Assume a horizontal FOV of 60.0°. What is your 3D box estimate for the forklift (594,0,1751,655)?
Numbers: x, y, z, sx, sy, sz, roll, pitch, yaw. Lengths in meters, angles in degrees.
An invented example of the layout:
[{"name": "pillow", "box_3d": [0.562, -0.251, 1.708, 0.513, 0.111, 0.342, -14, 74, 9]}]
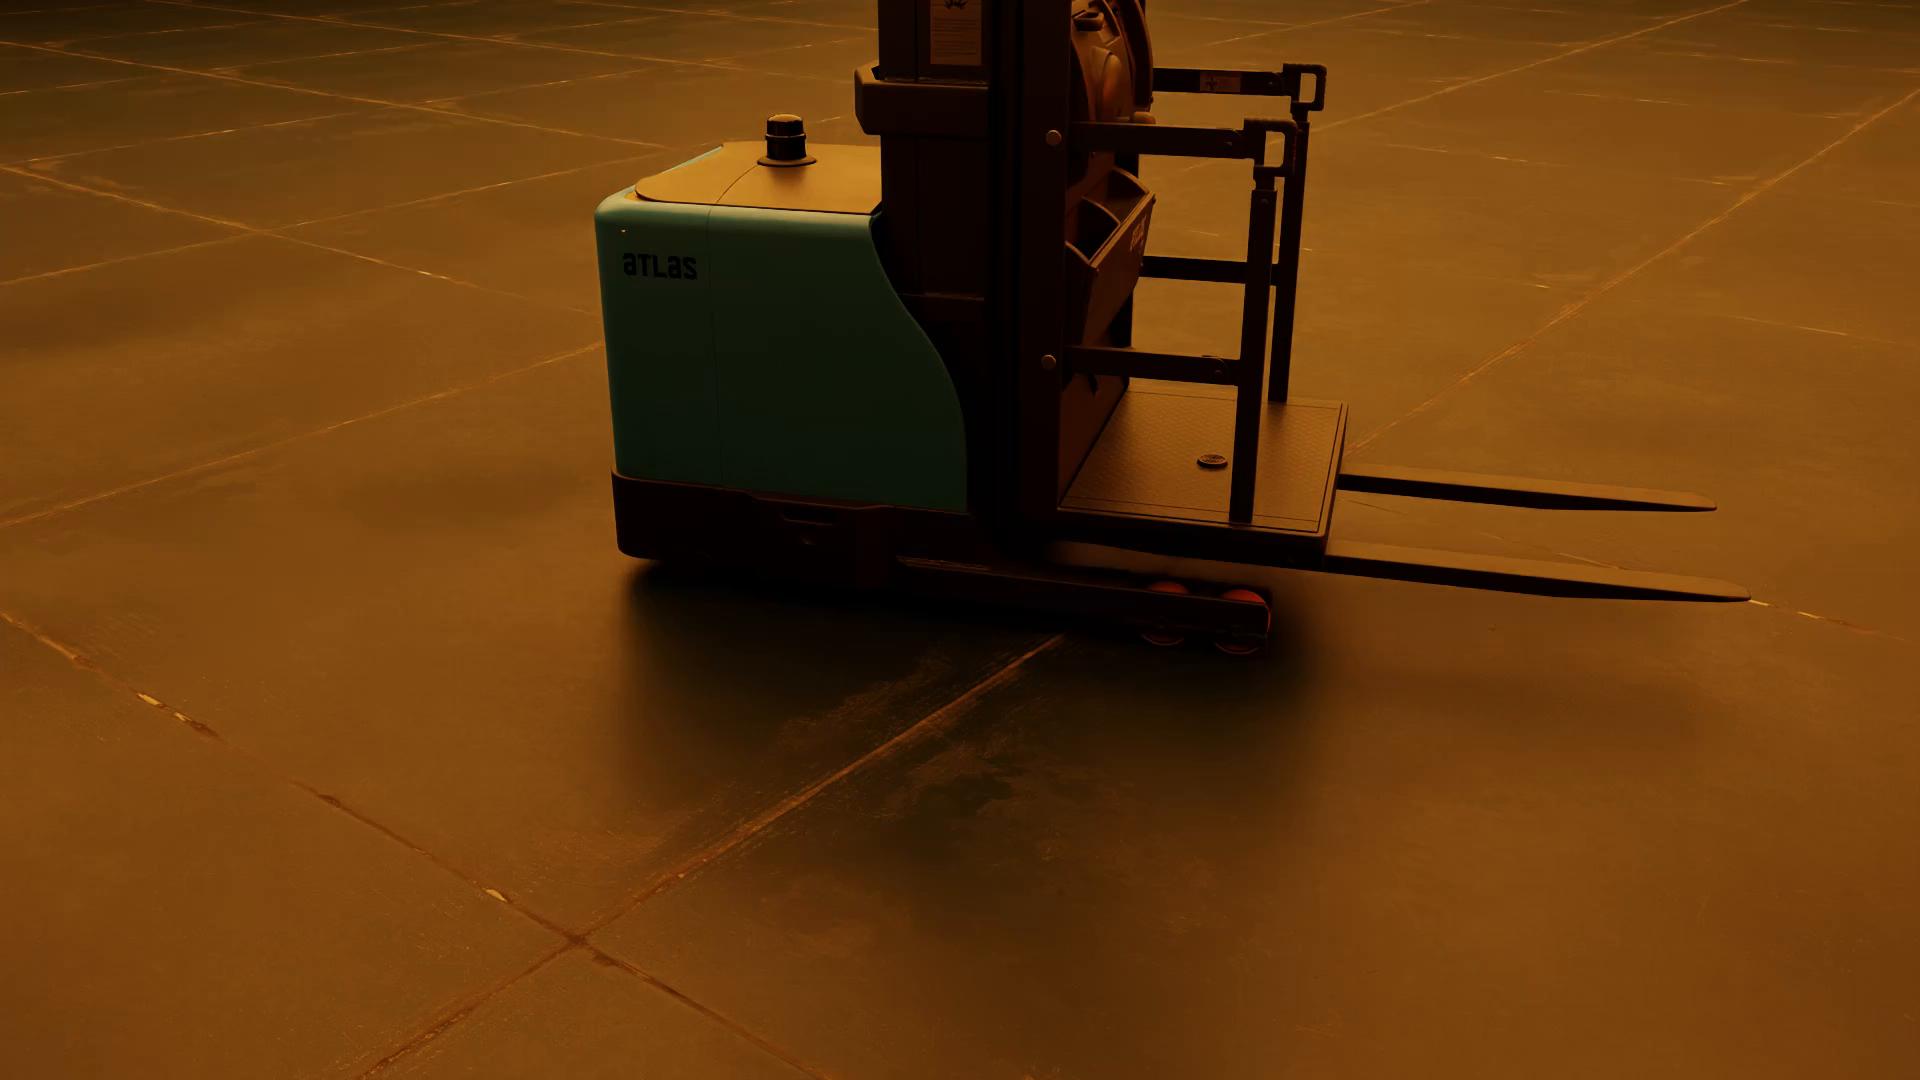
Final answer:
[{"name": "forklift", "box_3d": [0.587, -1.281, 4.284, 3.031, 2.935, 1.130, 6, 24, 14]}]
